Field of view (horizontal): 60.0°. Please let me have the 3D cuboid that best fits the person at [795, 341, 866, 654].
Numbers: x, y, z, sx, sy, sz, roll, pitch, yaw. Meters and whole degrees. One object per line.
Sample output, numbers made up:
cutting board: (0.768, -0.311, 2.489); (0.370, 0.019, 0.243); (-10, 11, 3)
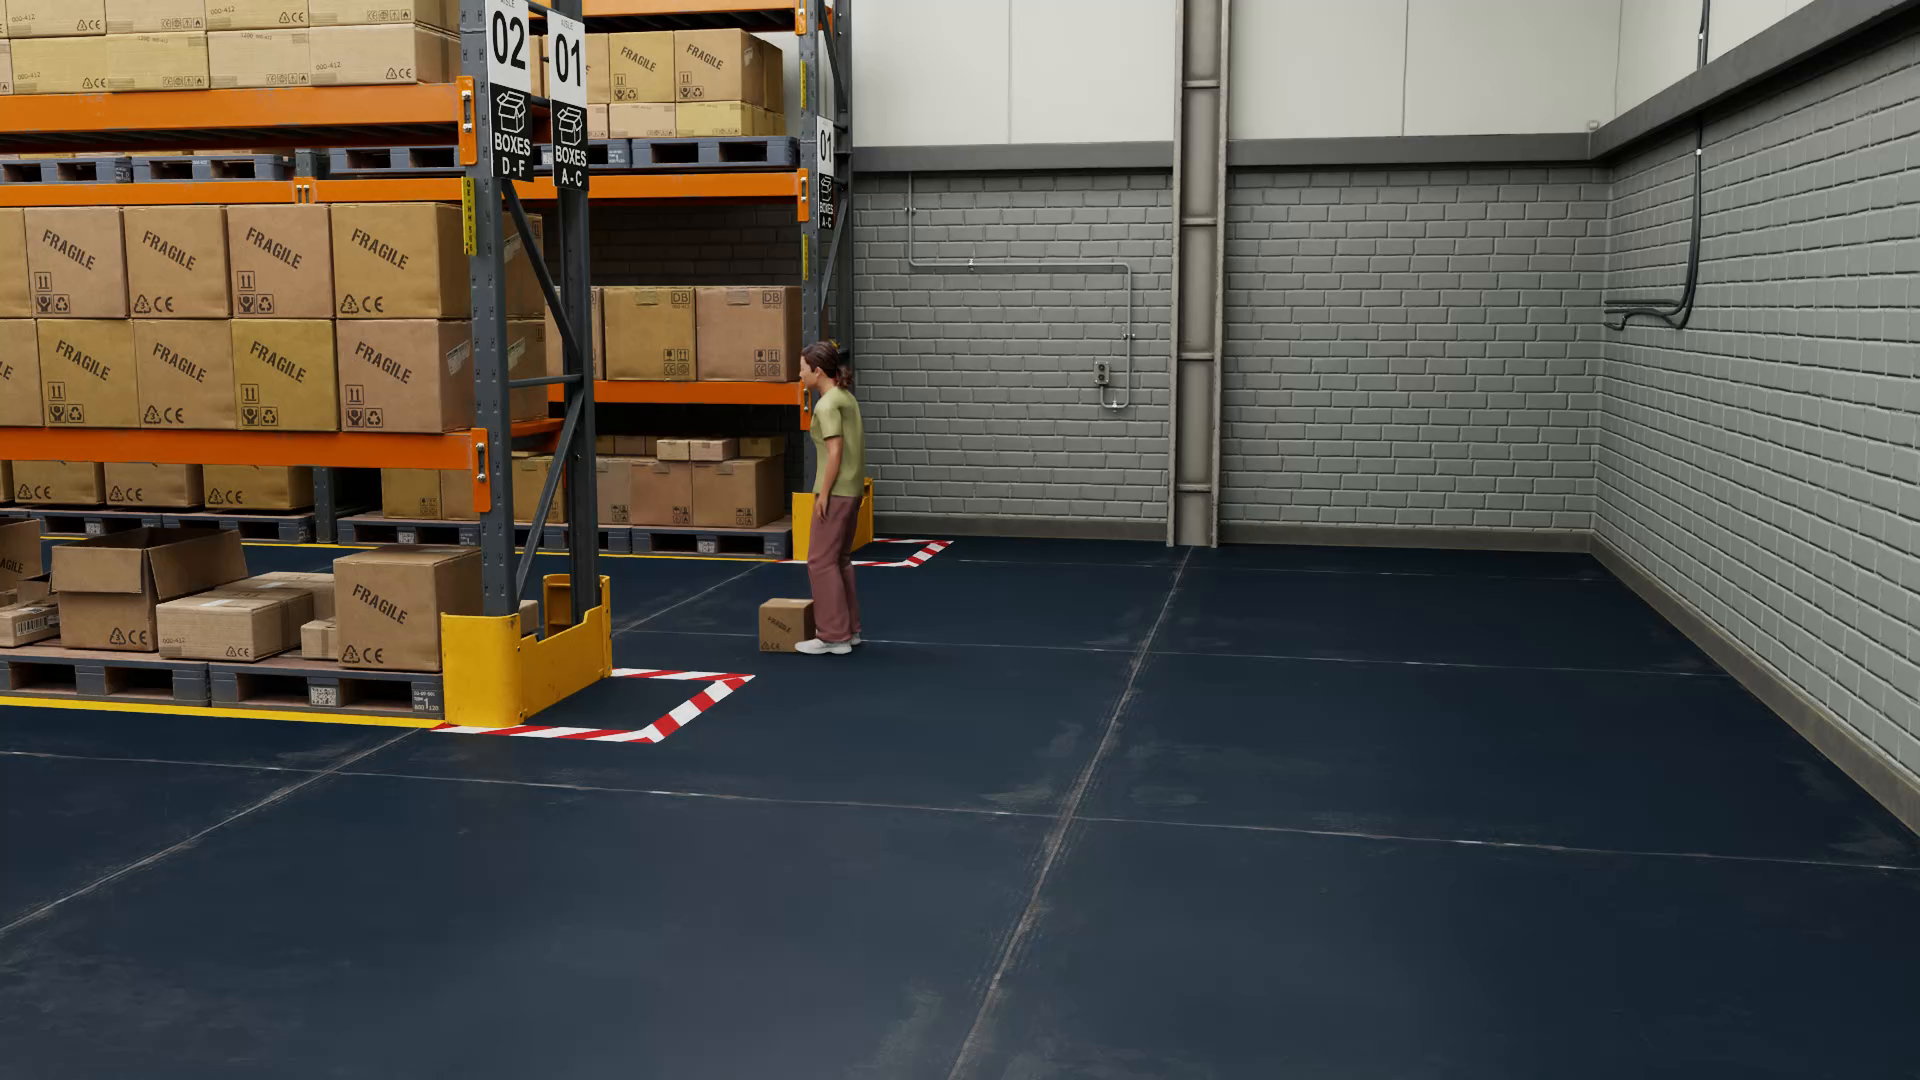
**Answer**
person: (-0.695, -0.231, 8.960); (0.363, 1.672, 0.498); (1, 8, 9)
